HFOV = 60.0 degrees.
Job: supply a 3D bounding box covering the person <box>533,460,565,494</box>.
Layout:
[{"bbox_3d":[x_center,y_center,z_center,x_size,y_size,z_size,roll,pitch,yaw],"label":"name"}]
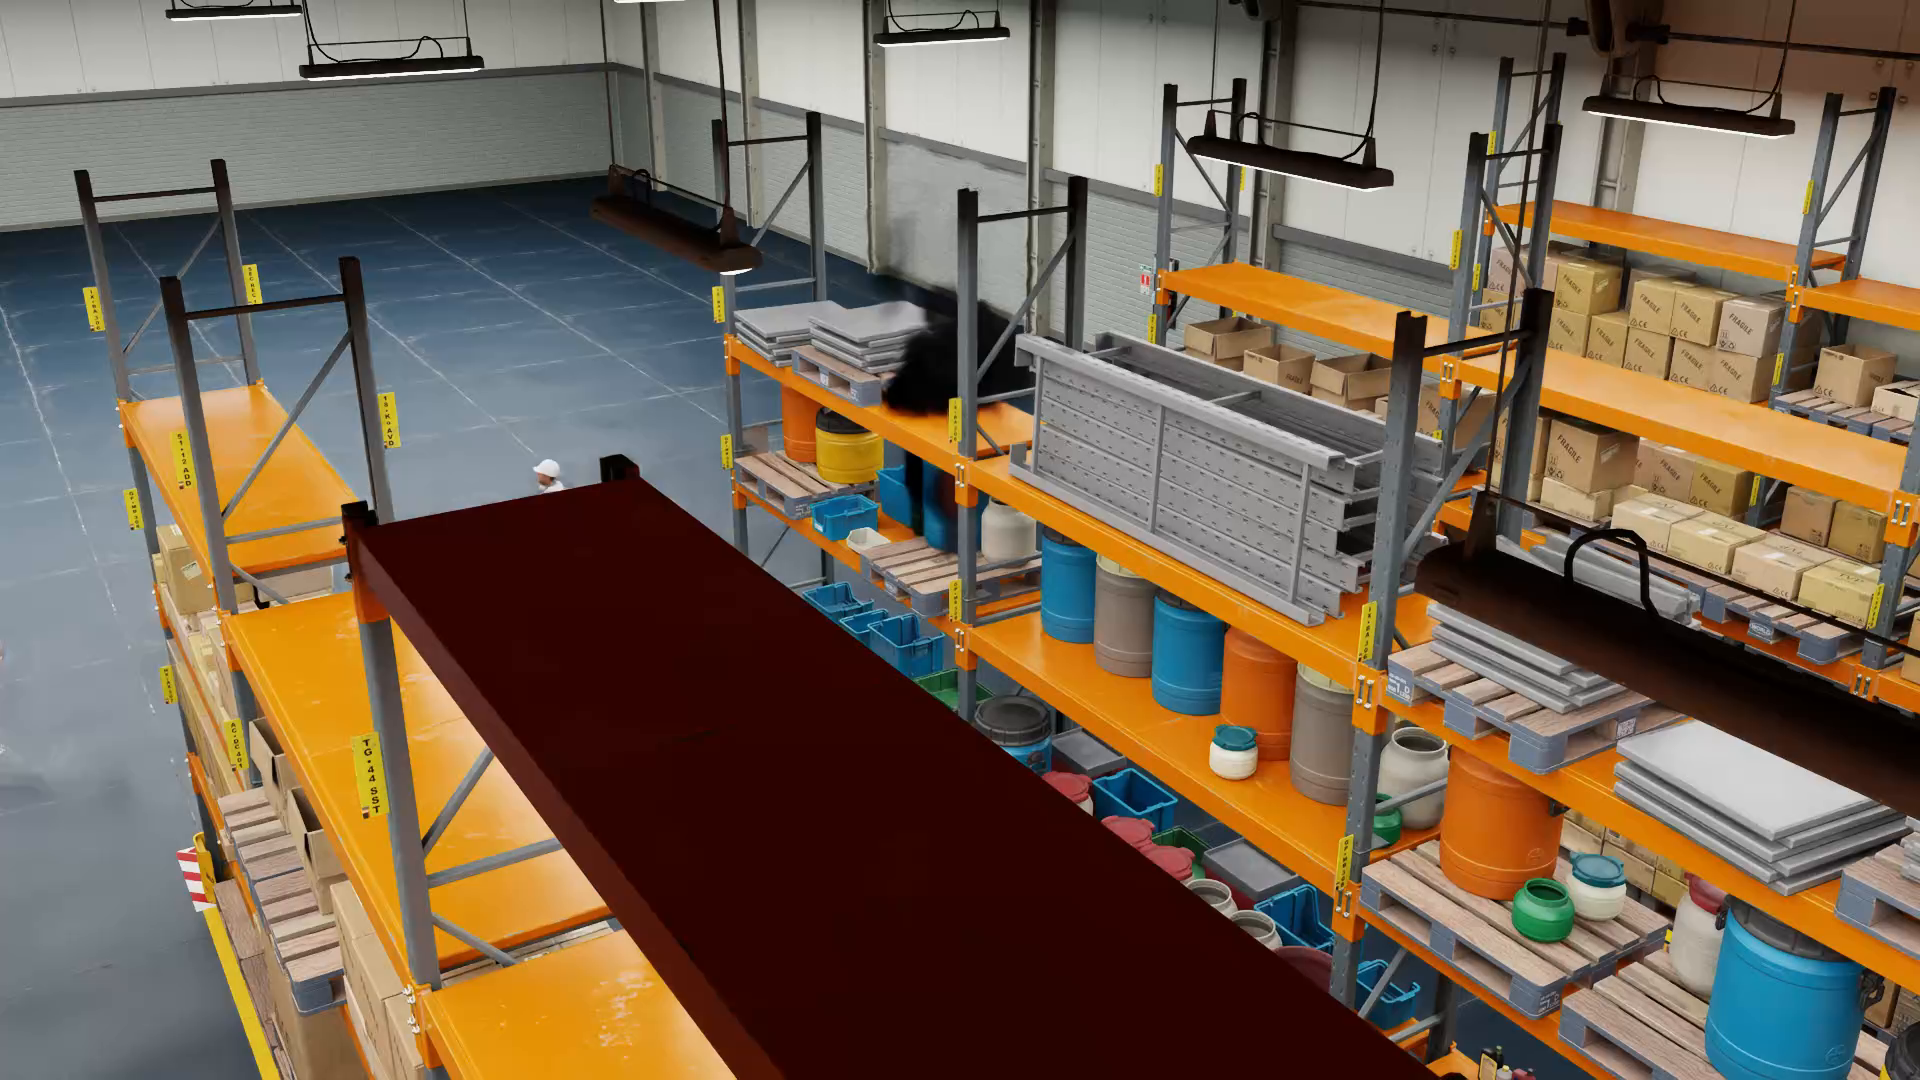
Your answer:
[{"bbox_3d":[-4.740,-0.078,19.234,0.648,1.756,0.679,-2,22,-4],"label":"person"}]
